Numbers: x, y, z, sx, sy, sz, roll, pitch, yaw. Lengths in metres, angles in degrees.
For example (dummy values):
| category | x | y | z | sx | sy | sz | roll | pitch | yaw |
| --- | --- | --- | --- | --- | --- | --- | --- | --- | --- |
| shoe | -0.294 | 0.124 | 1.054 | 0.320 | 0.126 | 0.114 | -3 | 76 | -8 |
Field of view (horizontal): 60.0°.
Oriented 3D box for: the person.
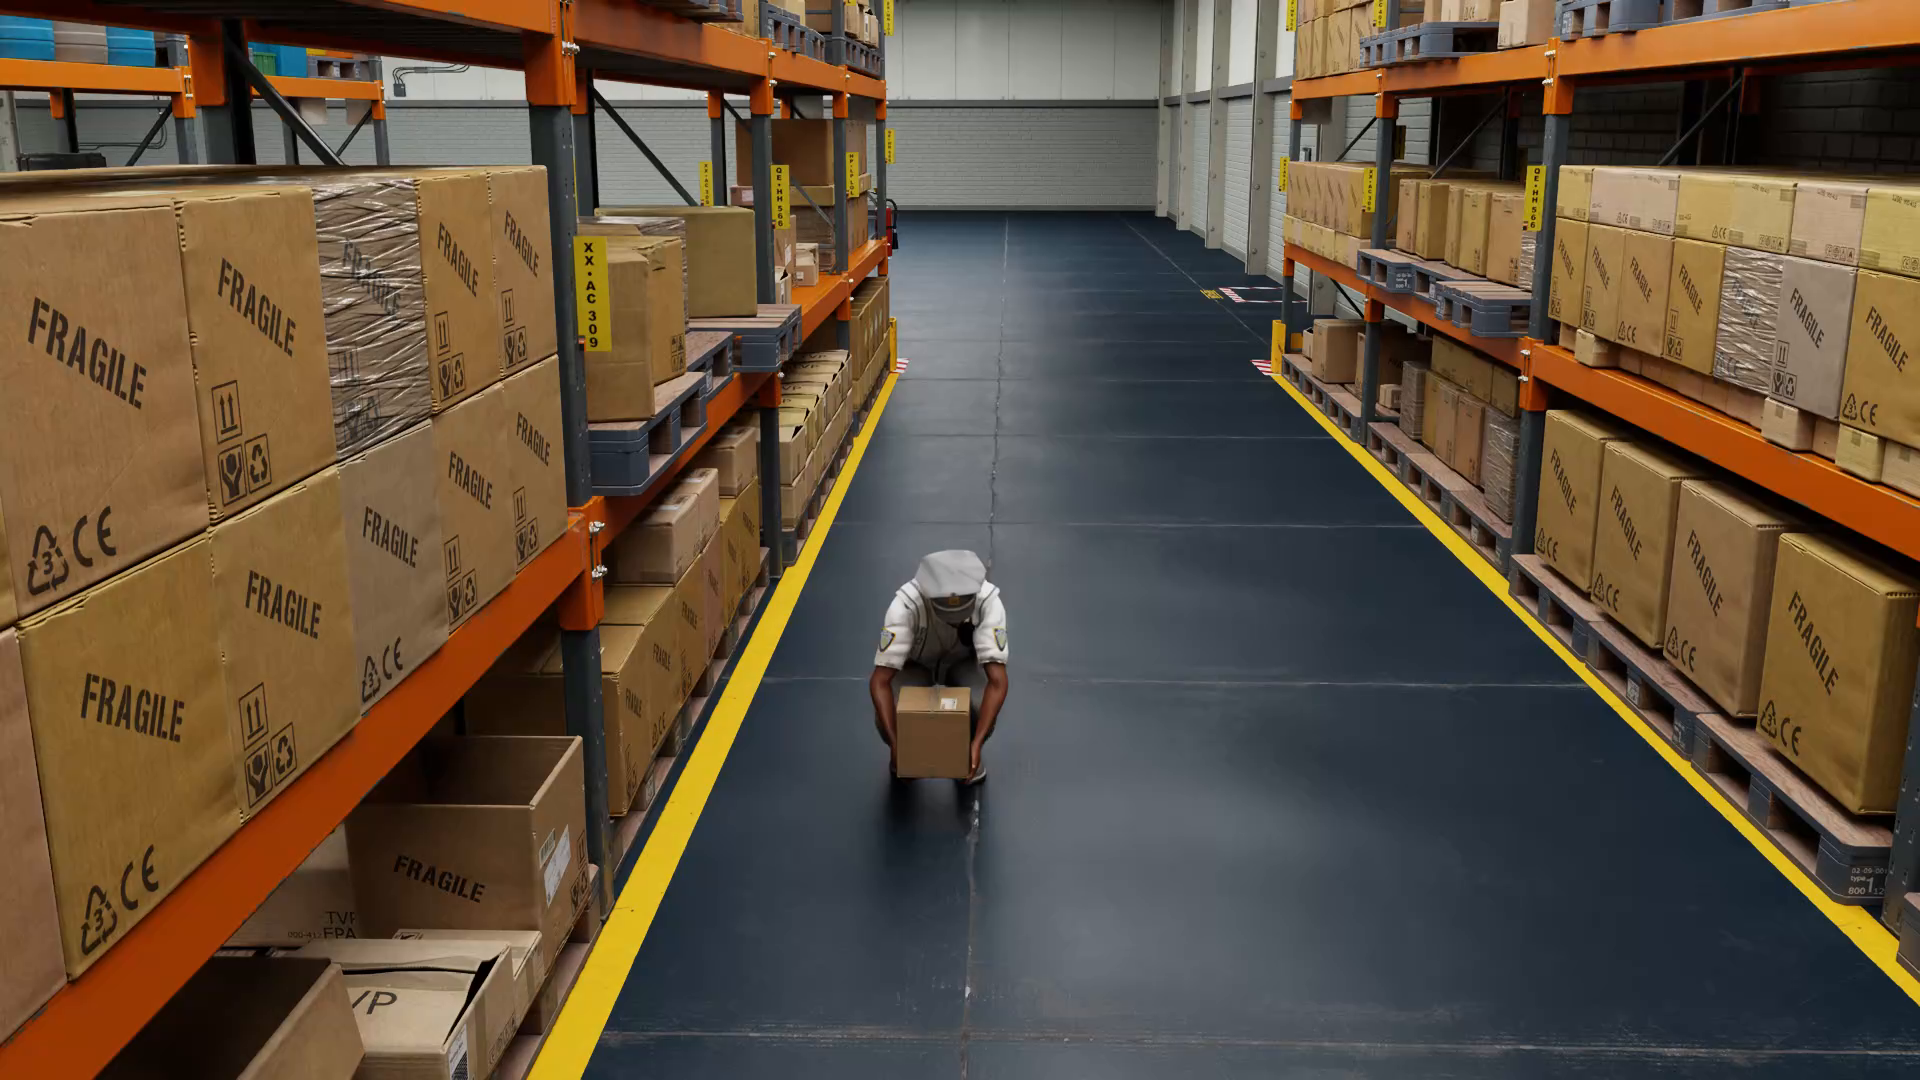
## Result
| category | x | y | z | sx | sy | sz | roll | pitch | yaw |
| --- | --- | --- | --- | --- | --- | --- | --- | --- | --- |
| person | -0.071 | 0.458 | 6.173 | 0.501 | 0.948 | 0.849 | 1 | 14 | 2 |
